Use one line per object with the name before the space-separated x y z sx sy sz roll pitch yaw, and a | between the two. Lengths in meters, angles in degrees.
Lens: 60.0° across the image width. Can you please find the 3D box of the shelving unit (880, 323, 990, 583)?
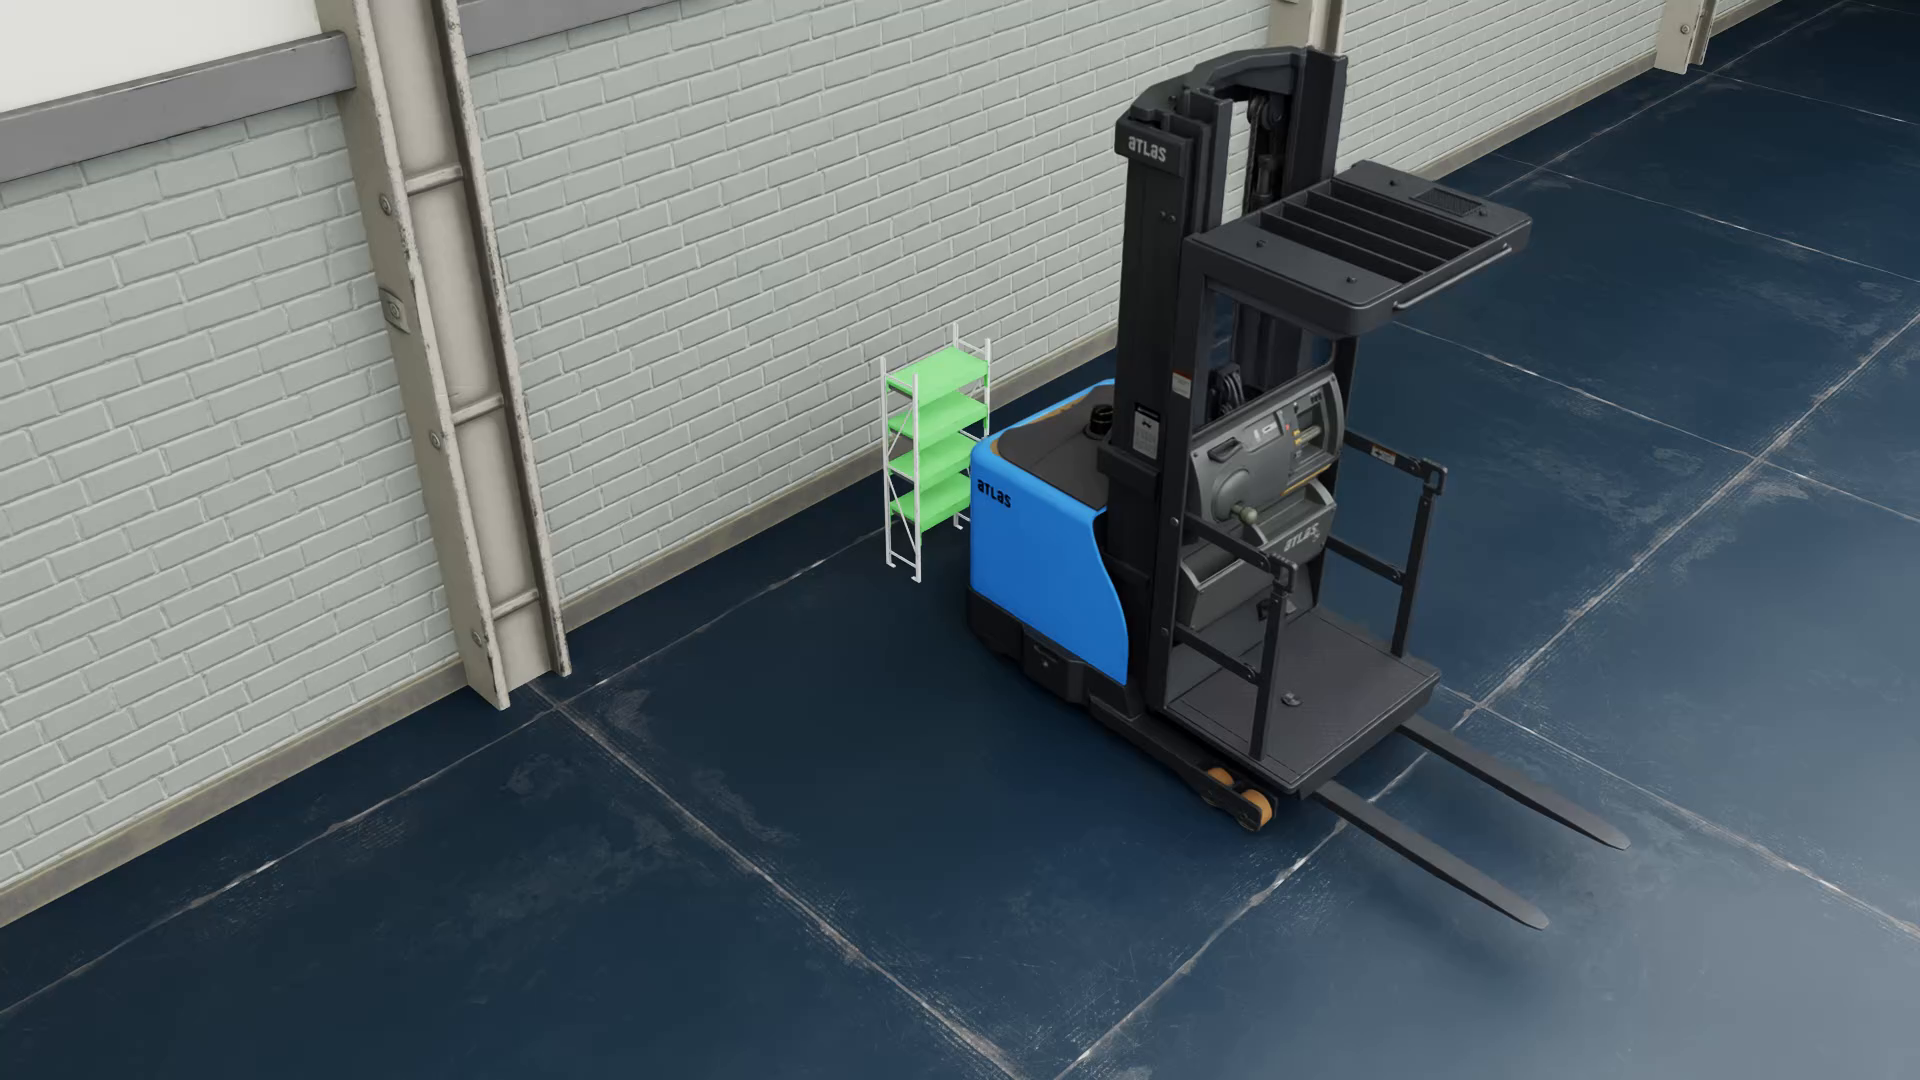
shelving unit | -0.117 -0.425 8.301 0.258 1.200 0.503 30 45 35

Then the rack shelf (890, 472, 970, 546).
rack shelf | -0.117 -0.176 8.475 0.258 0.148 0.480 30 45 35

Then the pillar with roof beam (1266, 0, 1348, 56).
pillar with roof beam | 5.207 -3.750 6.252 9.100 9.000 0.400 30 45 35

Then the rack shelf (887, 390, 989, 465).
rack shelf | -0.117 -0.569 8.200 0.258 0.148 0.480 30 45 35

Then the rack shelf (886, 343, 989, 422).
rack shelf | -0.117 -0.766 8.063 0.258 0.148 0.480 30 45 35

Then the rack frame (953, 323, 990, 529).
rack frame | 0.055 -0.524 8.443 0.240 1.200 0.015 30 45 35

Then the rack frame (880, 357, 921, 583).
rack frame | -0.289 -0.326 8.159 0.240 1.200 0.015 30 45 35

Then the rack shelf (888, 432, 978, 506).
rack shelf | -0.117 -0.373 8.338 0.258 0.148 0.480 30 45 35

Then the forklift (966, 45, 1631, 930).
forklift | 1.401 -0.318 6.634 1.130 2.935 3.031 -28 44 -34

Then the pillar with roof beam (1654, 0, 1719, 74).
pillar with roof beam | 9.434 -6.186 9.744 9.100 9.000 0.400 30 45 35

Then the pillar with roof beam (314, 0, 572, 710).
pillar with roof beam | 0.979 -1.315 2.759 9.100 9.000 0.400 30 45 35
